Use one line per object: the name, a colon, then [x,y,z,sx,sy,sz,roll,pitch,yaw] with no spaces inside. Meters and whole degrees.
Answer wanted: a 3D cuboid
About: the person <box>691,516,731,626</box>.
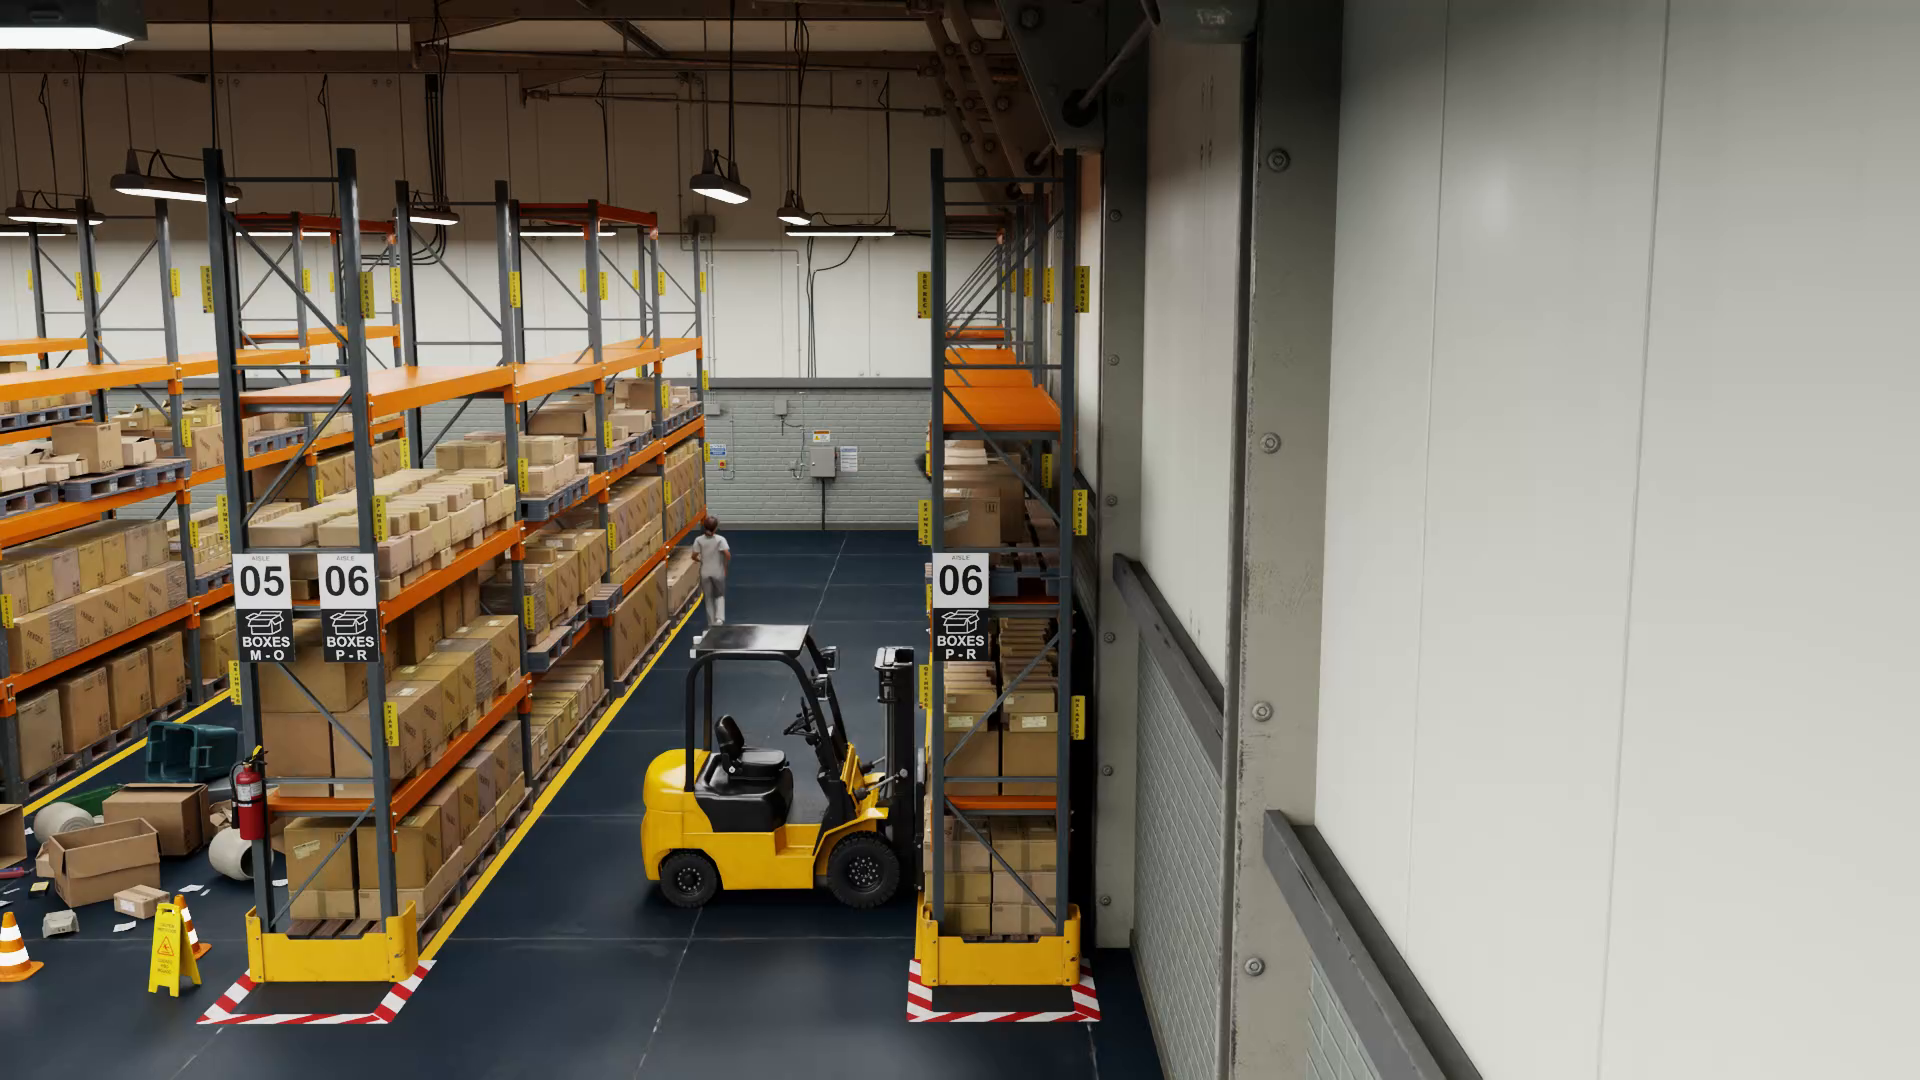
person: [-3.330,0.492,22.408,0.551,1.653,0.557,0,9,0]
